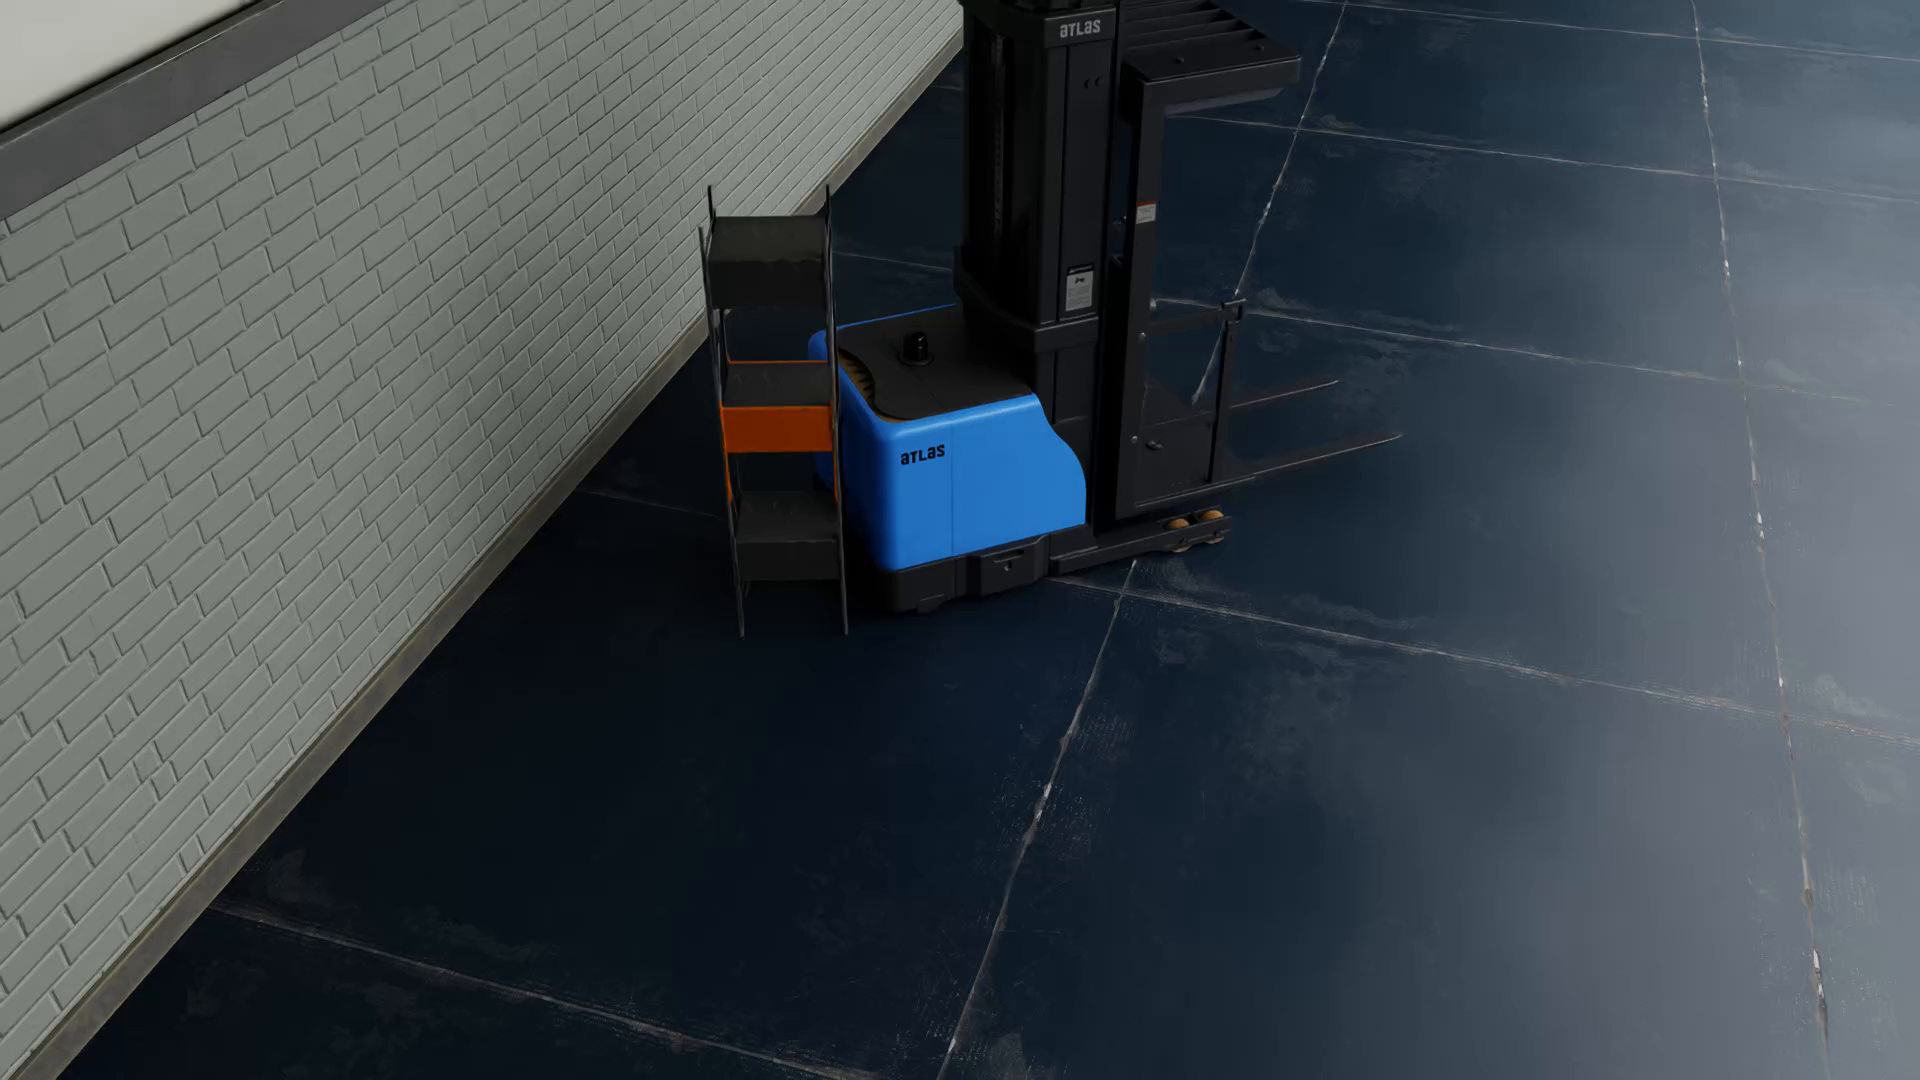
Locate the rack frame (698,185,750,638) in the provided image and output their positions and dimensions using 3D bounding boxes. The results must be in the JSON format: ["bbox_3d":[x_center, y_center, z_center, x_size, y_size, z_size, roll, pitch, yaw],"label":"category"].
[{"bbox_3d":[-1.031,-0.505,7.350,0.015,2.100,0.400,-1,36,-1],"label":"rack frame"}]

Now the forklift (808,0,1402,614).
[{"bbox_3d":[0.823,-1.393,7.854,3.031,2.935,1.130,-14,39,-18],"label":"forklift"}]

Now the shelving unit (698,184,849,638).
[{"bbox_3d":[-0.787,-0.509,7.355,0.503,2.100,0.431,-1,36,-1],"label":"shelving unit"}]

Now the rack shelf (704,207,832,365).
[{"bbox_3d":[-0.787,-1.062,6.948,0.480,0.518,0.431,-1,36,-1],"label":"rack shelf"}]

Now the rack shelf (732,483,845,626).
[{"bbox_3d":[-0.787,0.066,7.778,0.480,0.518,0.431,-1,36,-1],"label":"rack shelf"}]

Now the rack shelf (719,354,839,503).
[{"bbox_3d":[-0.787,-0.498,7.363,0.480,0.518,0.431,-1,36,-1],"label":"rack shelf"}]

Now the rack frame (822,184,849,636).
[{"bbox_3d":[-0.544,-0.513,7.360,0.015,2.100,0.400,-1,36,-1],"label":"rack frame"}]
